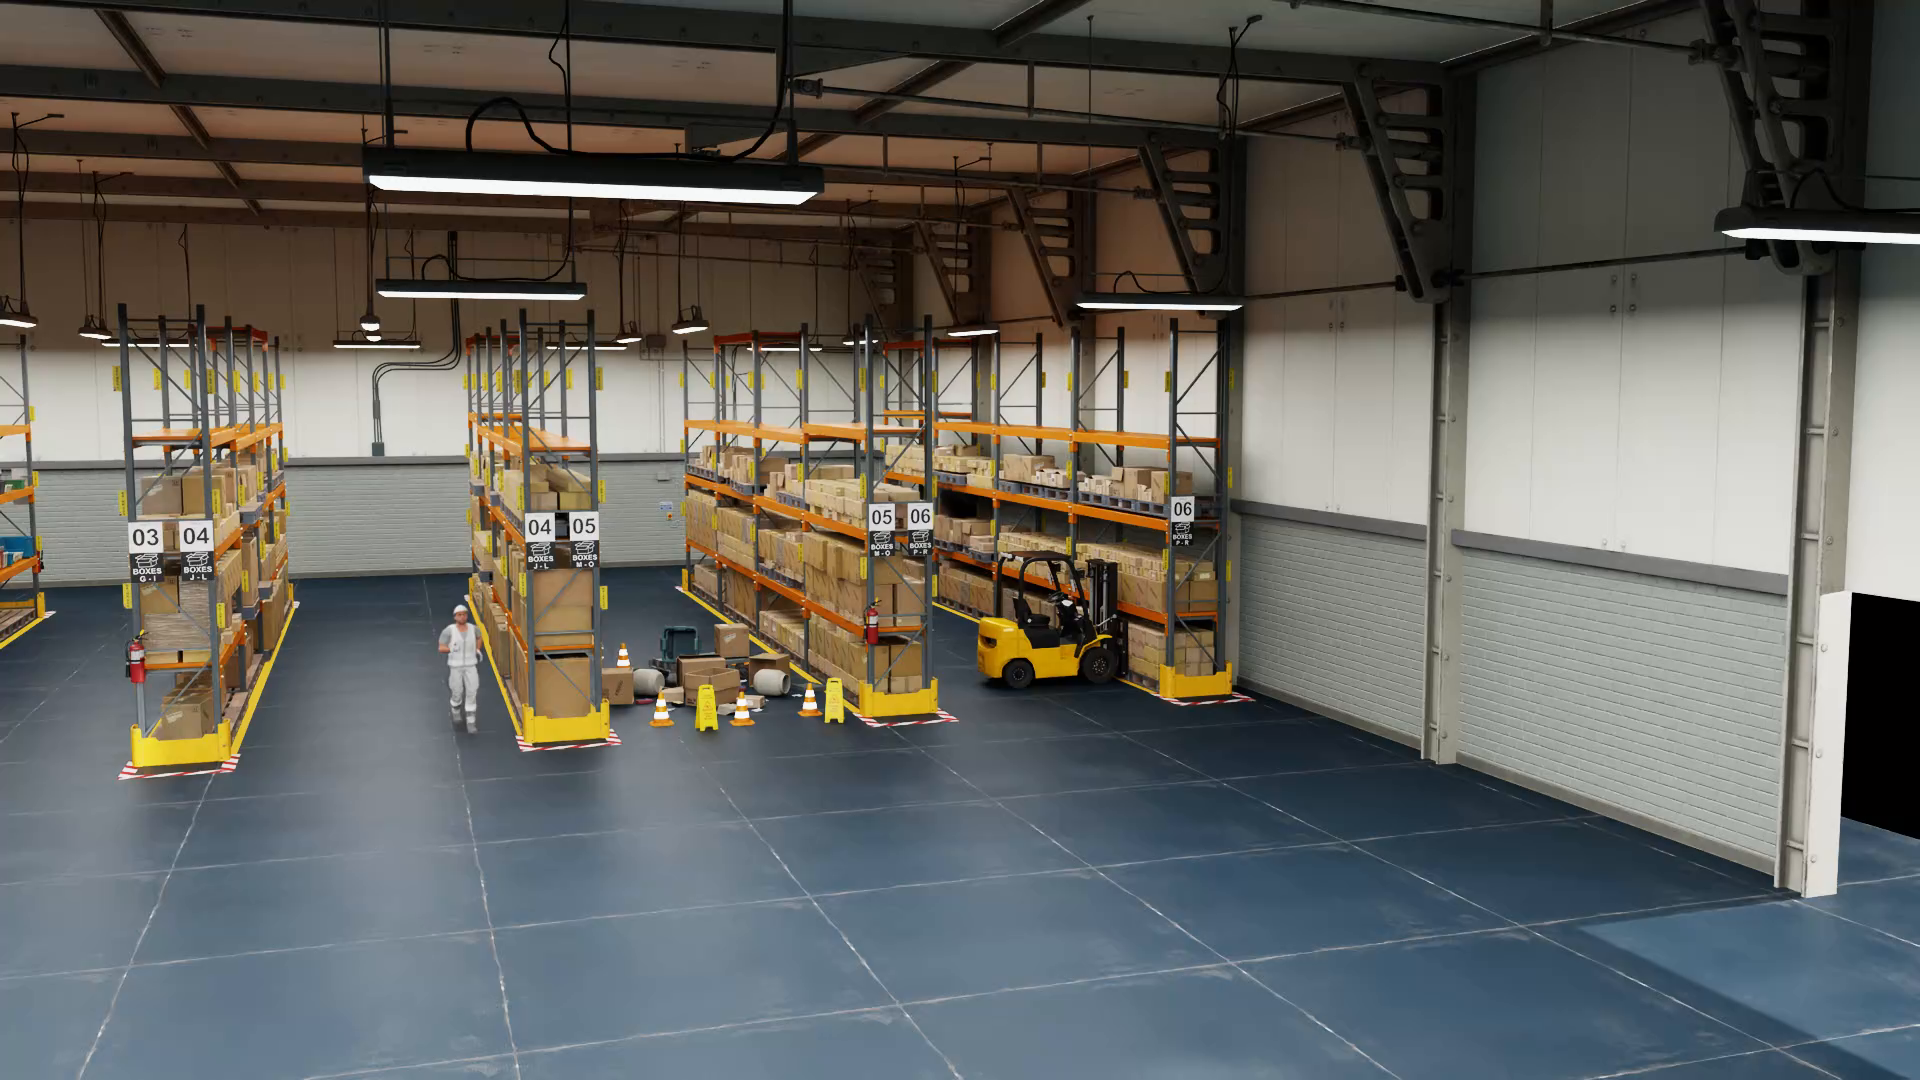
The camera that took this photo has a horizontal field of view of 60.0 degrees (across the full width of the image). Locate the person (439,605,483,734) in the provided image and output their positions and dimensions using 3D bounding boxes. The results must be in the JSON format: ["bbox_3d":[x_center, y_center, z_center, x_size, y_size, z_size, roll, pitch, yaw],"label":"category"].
[{"bbox_3d":[-7.112,1.821,23.792,0.655,1.785,0.936,-3,6,-26],"label":"person"}]
